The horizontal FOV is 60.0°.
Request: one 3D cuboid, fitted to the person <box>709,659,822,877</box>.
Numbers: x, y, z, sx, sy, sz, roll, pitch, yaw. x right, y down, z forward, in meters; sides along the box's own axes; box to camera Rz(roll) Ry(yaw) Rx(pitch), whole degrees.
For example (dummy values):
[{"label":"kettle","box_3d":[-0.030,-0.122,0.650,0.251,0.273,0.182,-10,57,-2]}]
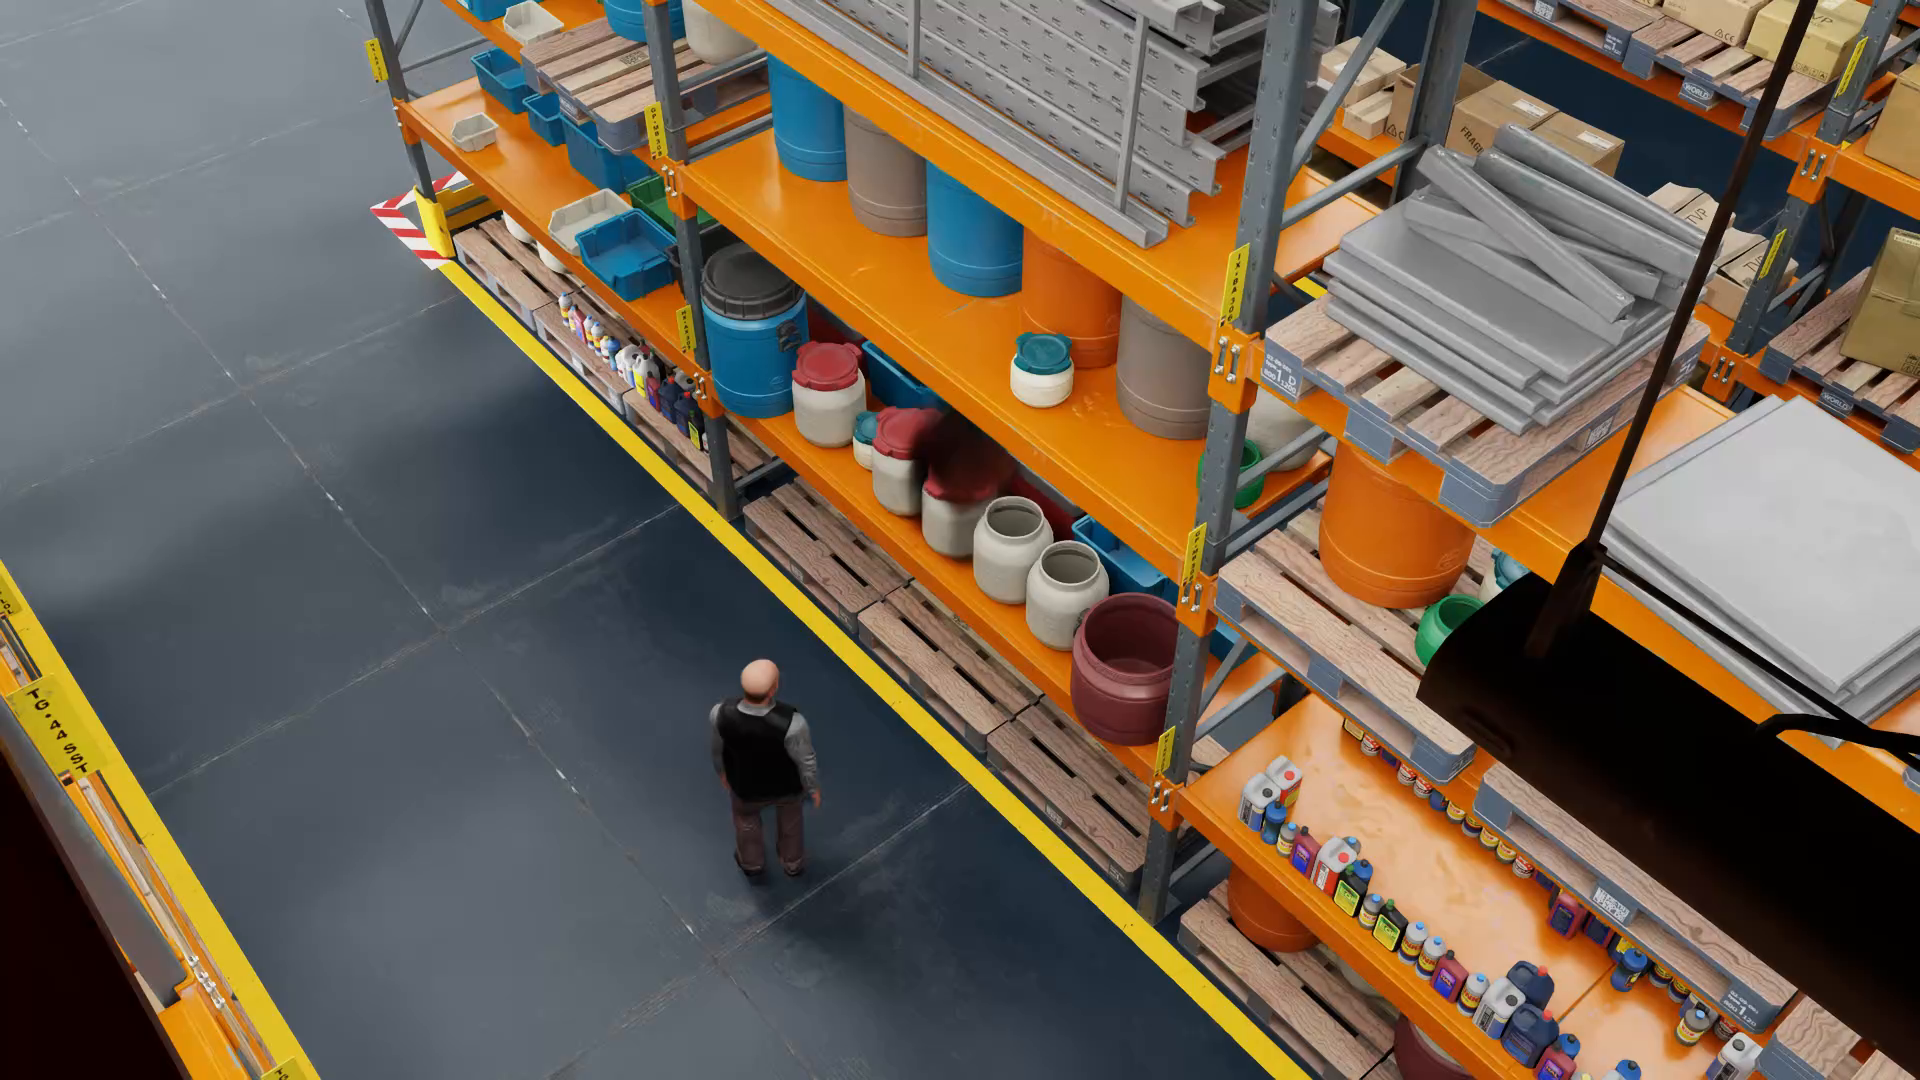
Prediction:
[{"label":"person","box_3d":[-1.004,1.245,8.670,0.536,1.783,0.408,-7,47,-7]}]
